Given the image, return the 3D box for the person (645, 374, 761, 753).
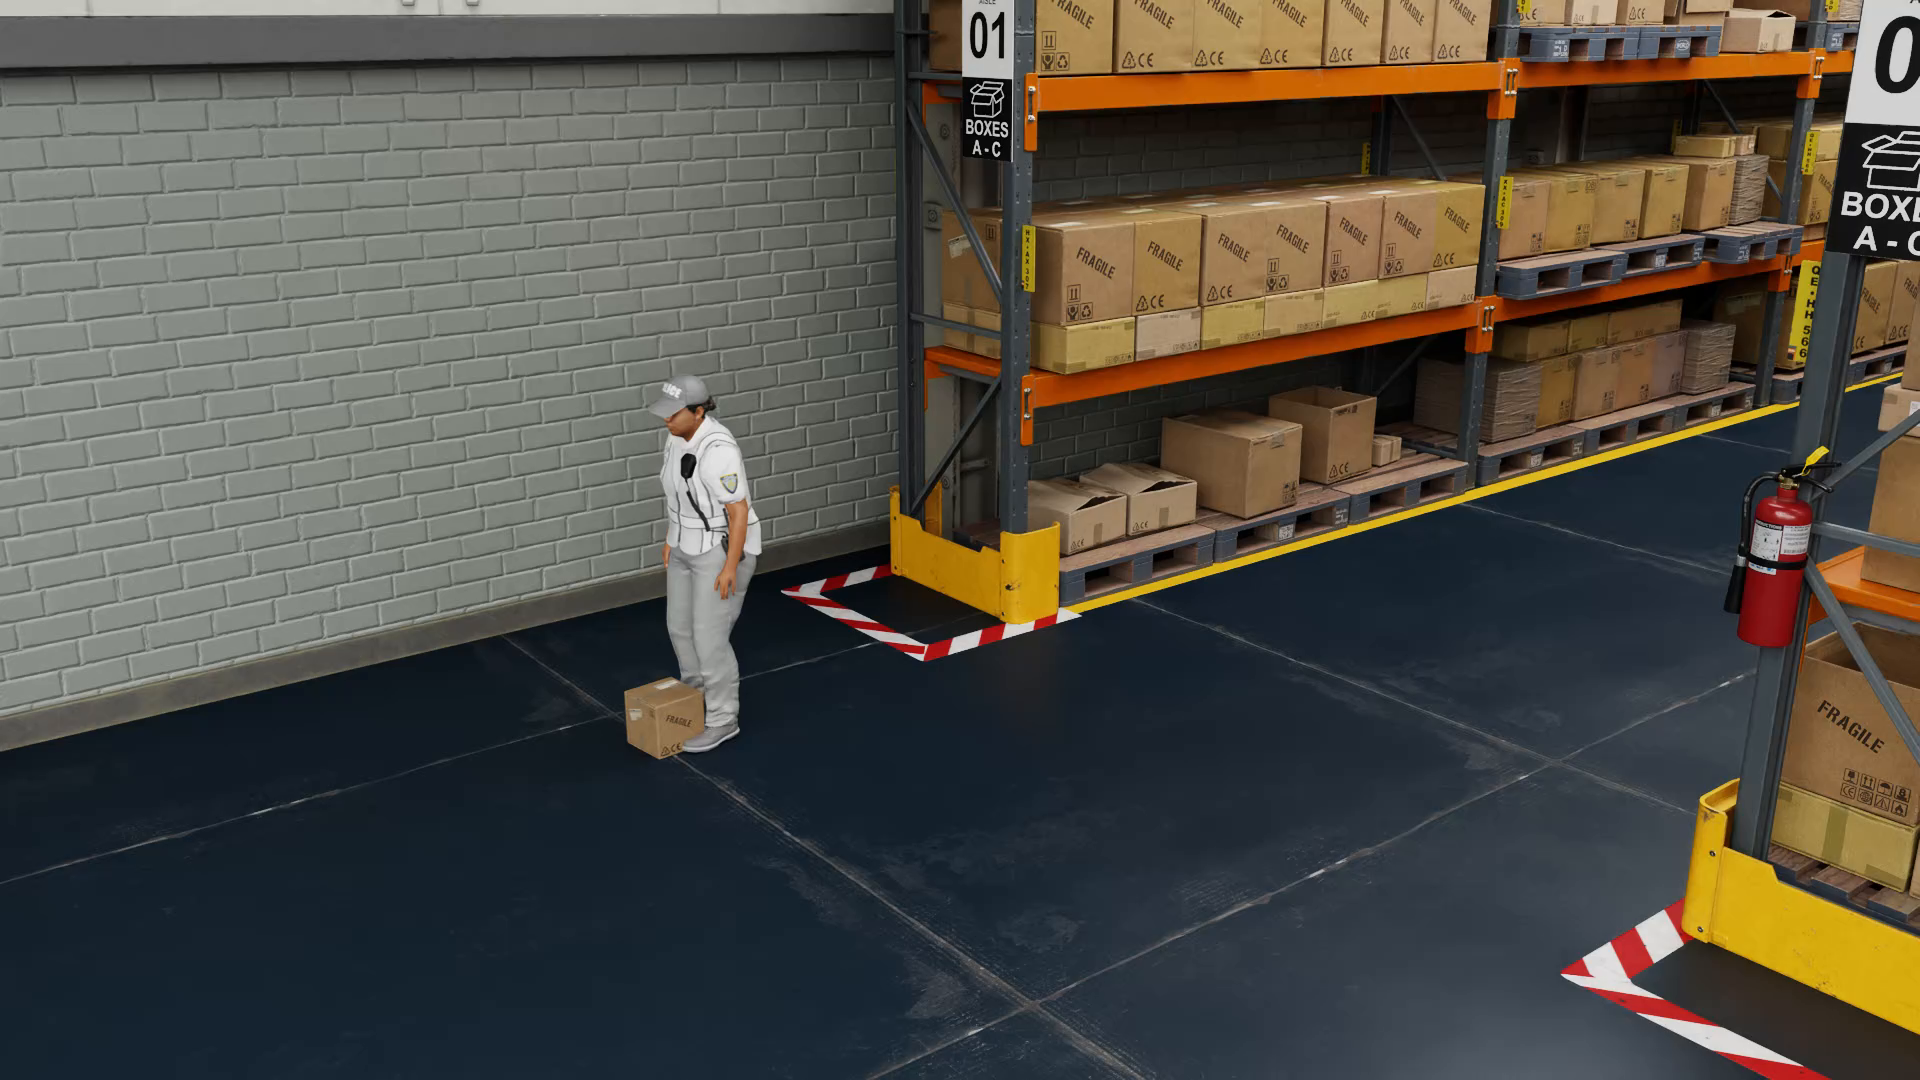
[{"bbox_3d":[-1.139,0.076,7.304,0.470,1.666,0.554,-14,23,-38],"label":"person"}]
